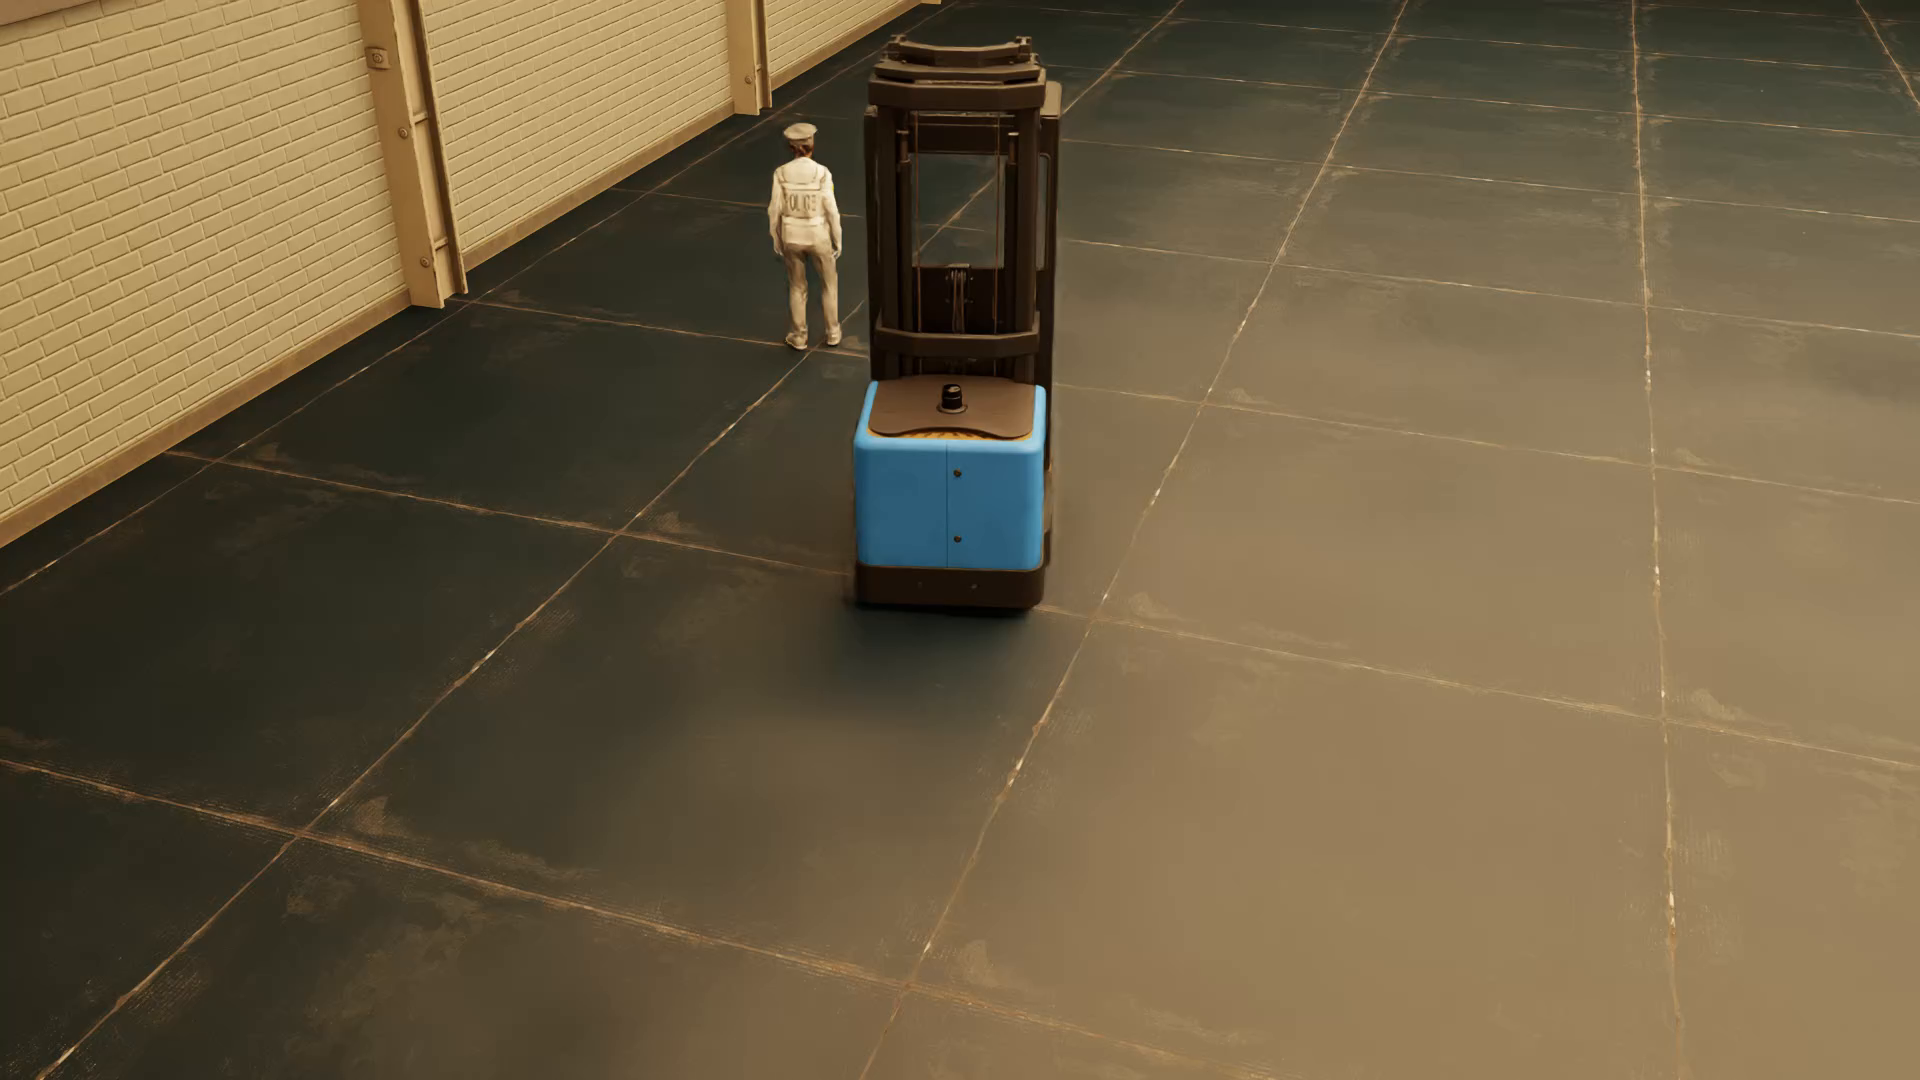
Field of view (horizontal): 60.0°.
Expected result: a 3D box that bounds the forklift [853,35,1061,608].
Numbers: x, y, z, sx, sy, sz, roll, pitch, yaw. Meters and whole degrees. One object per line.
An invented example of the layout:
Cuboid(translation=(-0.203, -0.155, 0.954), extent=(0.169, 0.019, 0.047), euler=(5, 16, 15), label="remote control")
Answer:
Cuboid(translation=(0.025, -1.592, 9.928), extent=(1.130, 2.935, 3.031), euler=(2, 30, 3), label="forklift")

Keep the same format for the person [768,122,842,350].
Cuboid(translation=(-1.132, -2.239, 12.347), extent=(0.543, 1.661, 0.444), euler=(5, 30, 9), label="person")
